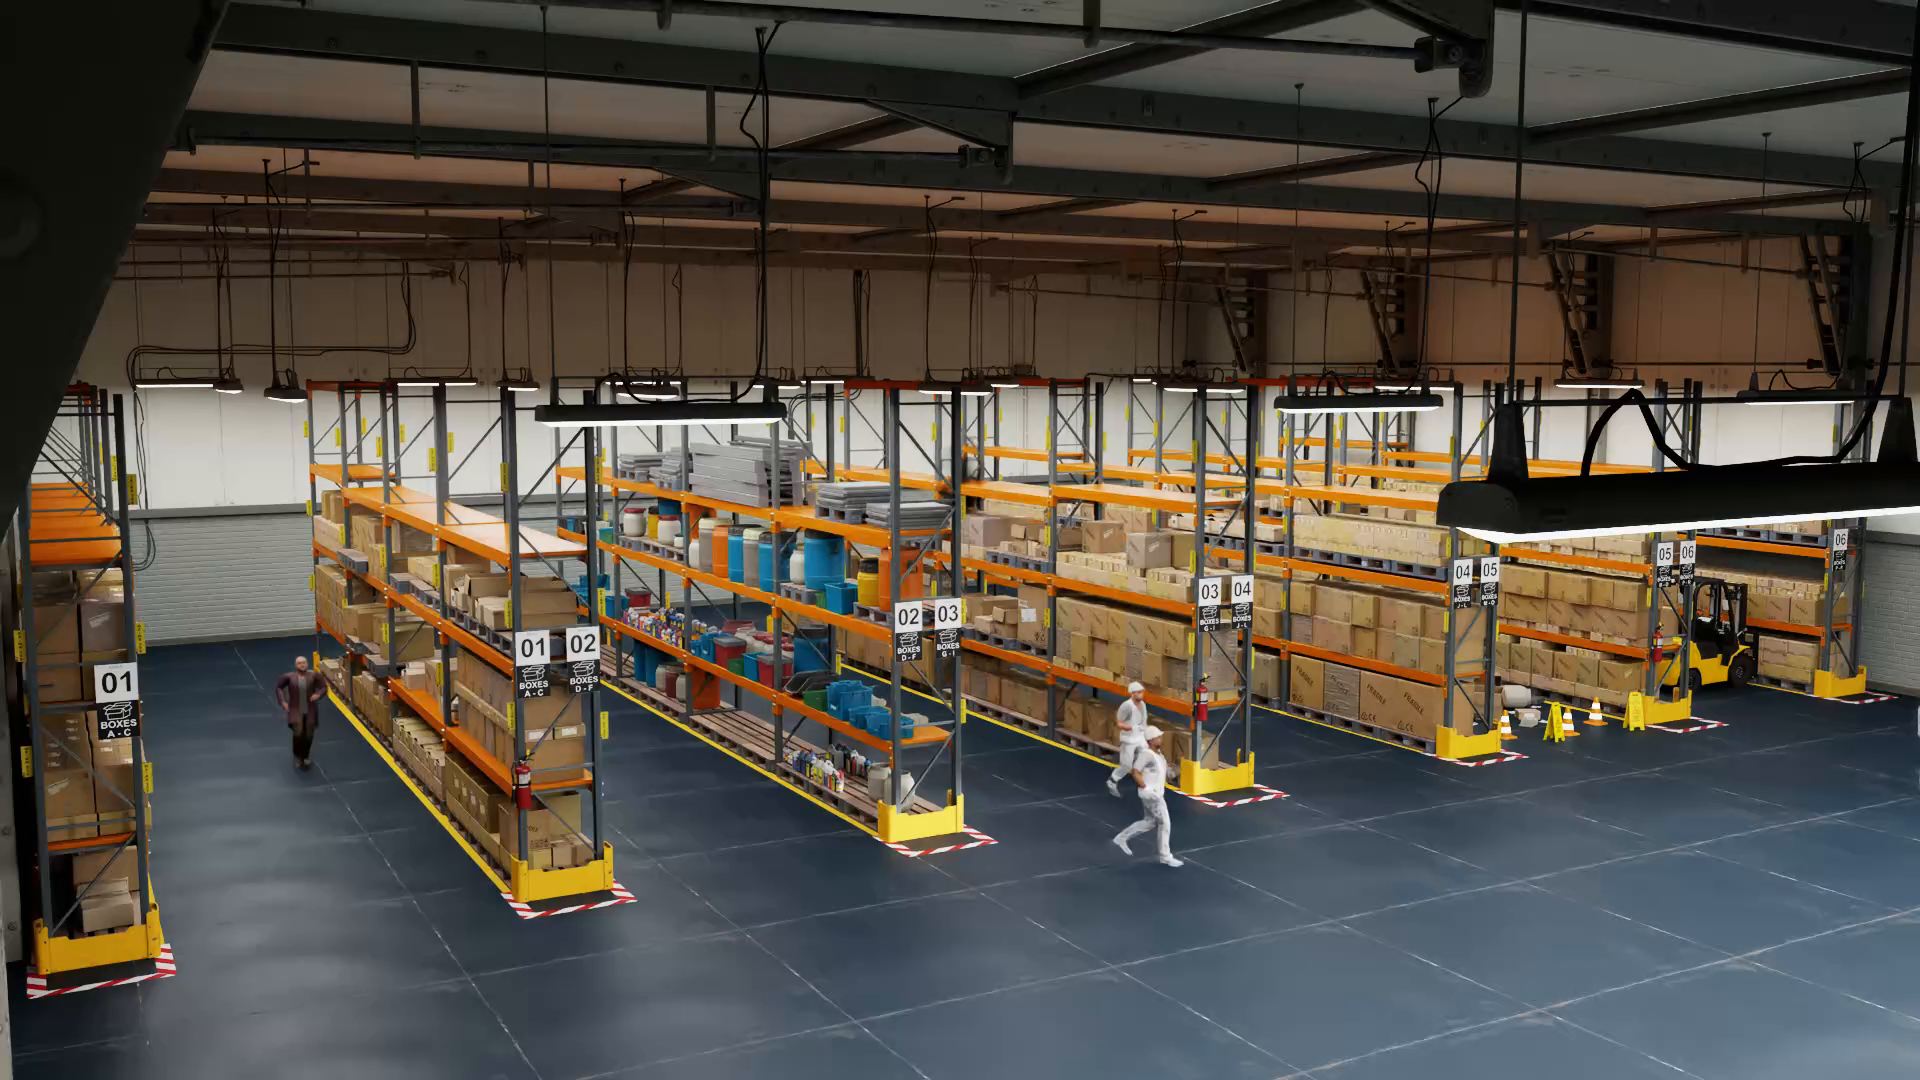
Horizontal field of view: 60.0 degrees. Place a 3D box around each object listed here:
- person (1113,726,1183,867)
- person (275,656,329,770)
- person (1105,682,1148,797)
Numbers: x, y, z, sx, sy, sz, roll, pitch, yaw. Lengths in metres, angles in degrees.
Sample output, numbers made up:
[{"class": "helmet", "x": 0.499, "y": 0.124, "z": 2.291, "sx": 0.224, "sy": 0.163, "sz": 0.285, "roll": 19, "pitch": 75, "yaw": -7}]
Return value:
[{"class": "person", "x": 2.384, "y": 3.220, "z": 20.998, "sx": 0.892, "sy": 1.788, "sz": 0.670, "roll": 1, "pitch": 6, "yaw": 7}, {"class": "person", "x": -10.245, "y": 2.799, "z": 25.965, "sx": 0.770, "sy": 1.569, "sz": 0.629, "roll": -3, "pitch": 7, "yaw": -26}, {"class": "person", "x": 2.463, "y": 2.909, "z": 23.838, "sx": 0.679, "sy": 1.803, "sz": 0.942, "roll": -5, "pitch": 8, "yaw": -40}]
